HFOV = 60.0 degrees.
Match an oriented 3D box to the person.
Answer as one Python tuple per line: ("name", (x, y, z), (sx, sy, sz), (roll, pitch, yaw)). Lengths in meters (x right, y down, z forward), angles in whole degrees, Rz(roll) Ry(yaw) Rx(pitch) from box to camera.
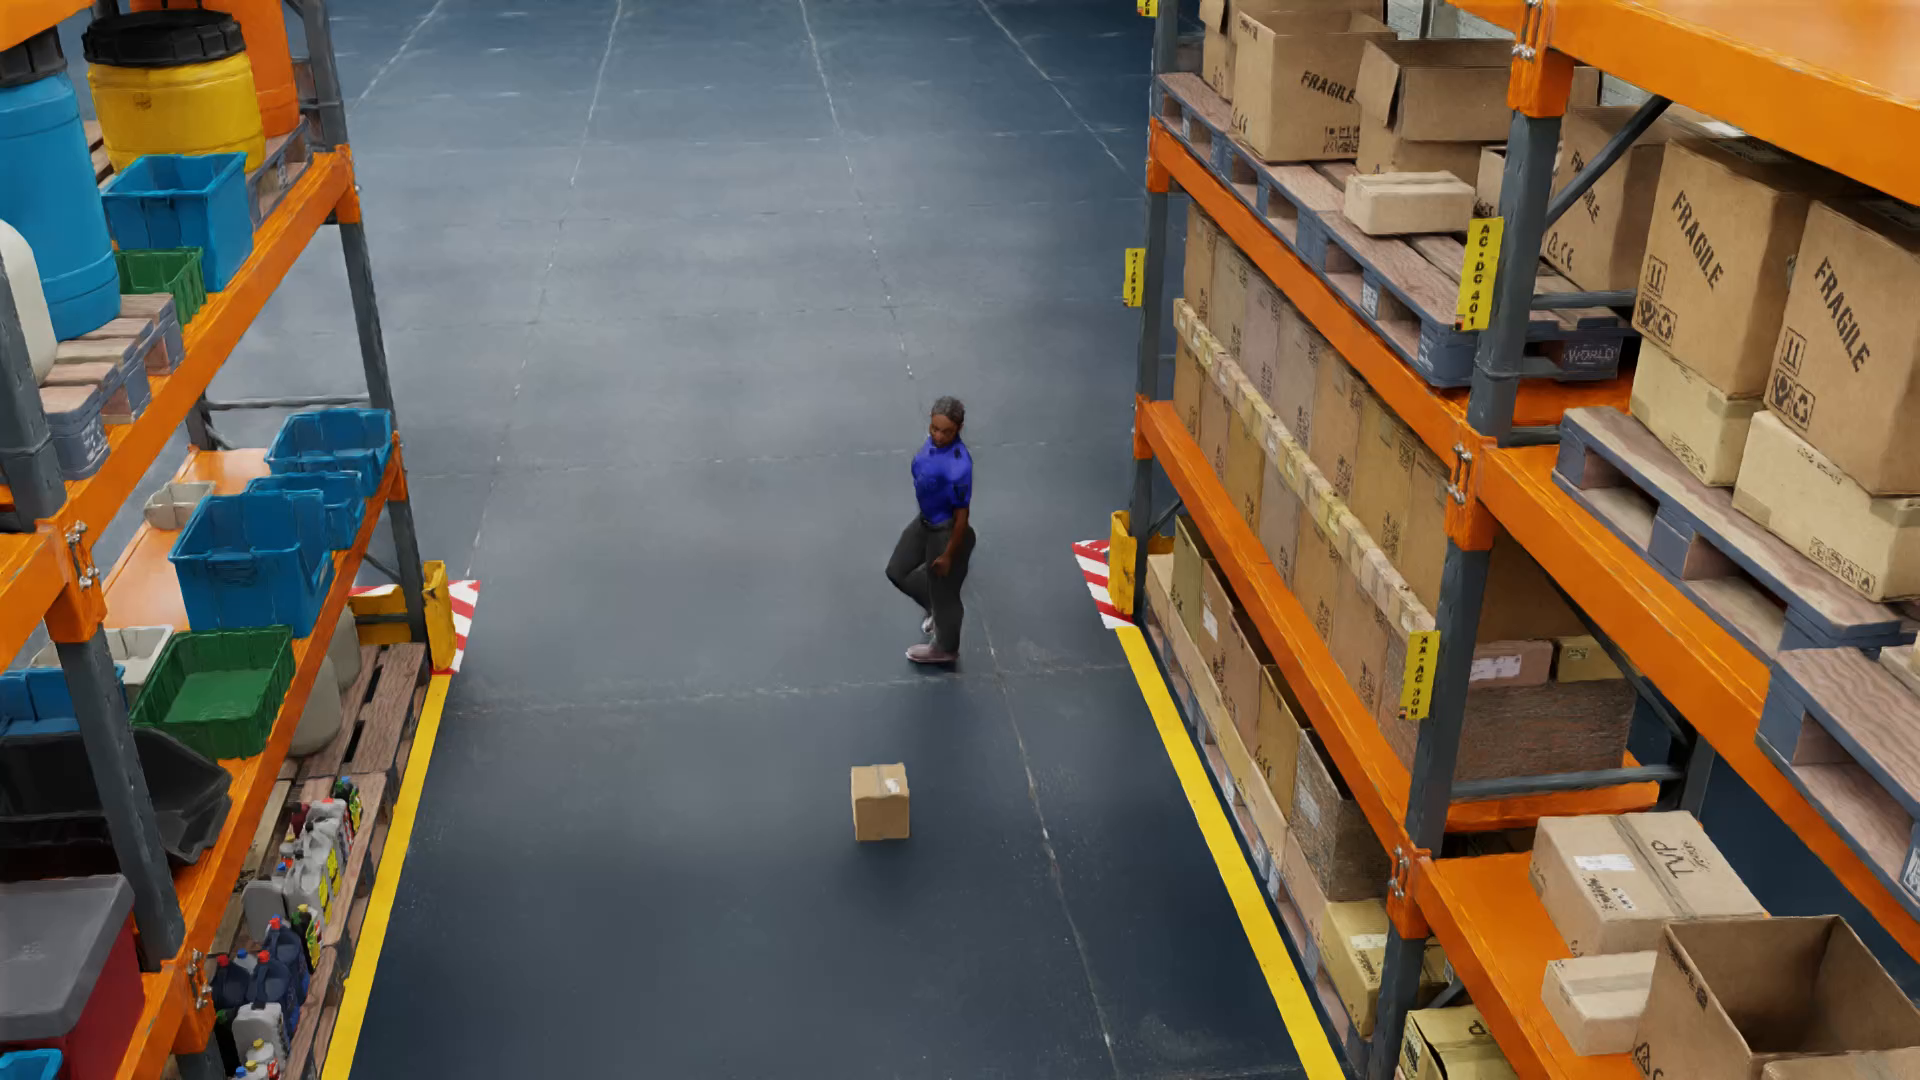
("person", (-0.161, -0.038, 8.683), (0.427, 1.650, 0.664), (-7, 28, -13))
